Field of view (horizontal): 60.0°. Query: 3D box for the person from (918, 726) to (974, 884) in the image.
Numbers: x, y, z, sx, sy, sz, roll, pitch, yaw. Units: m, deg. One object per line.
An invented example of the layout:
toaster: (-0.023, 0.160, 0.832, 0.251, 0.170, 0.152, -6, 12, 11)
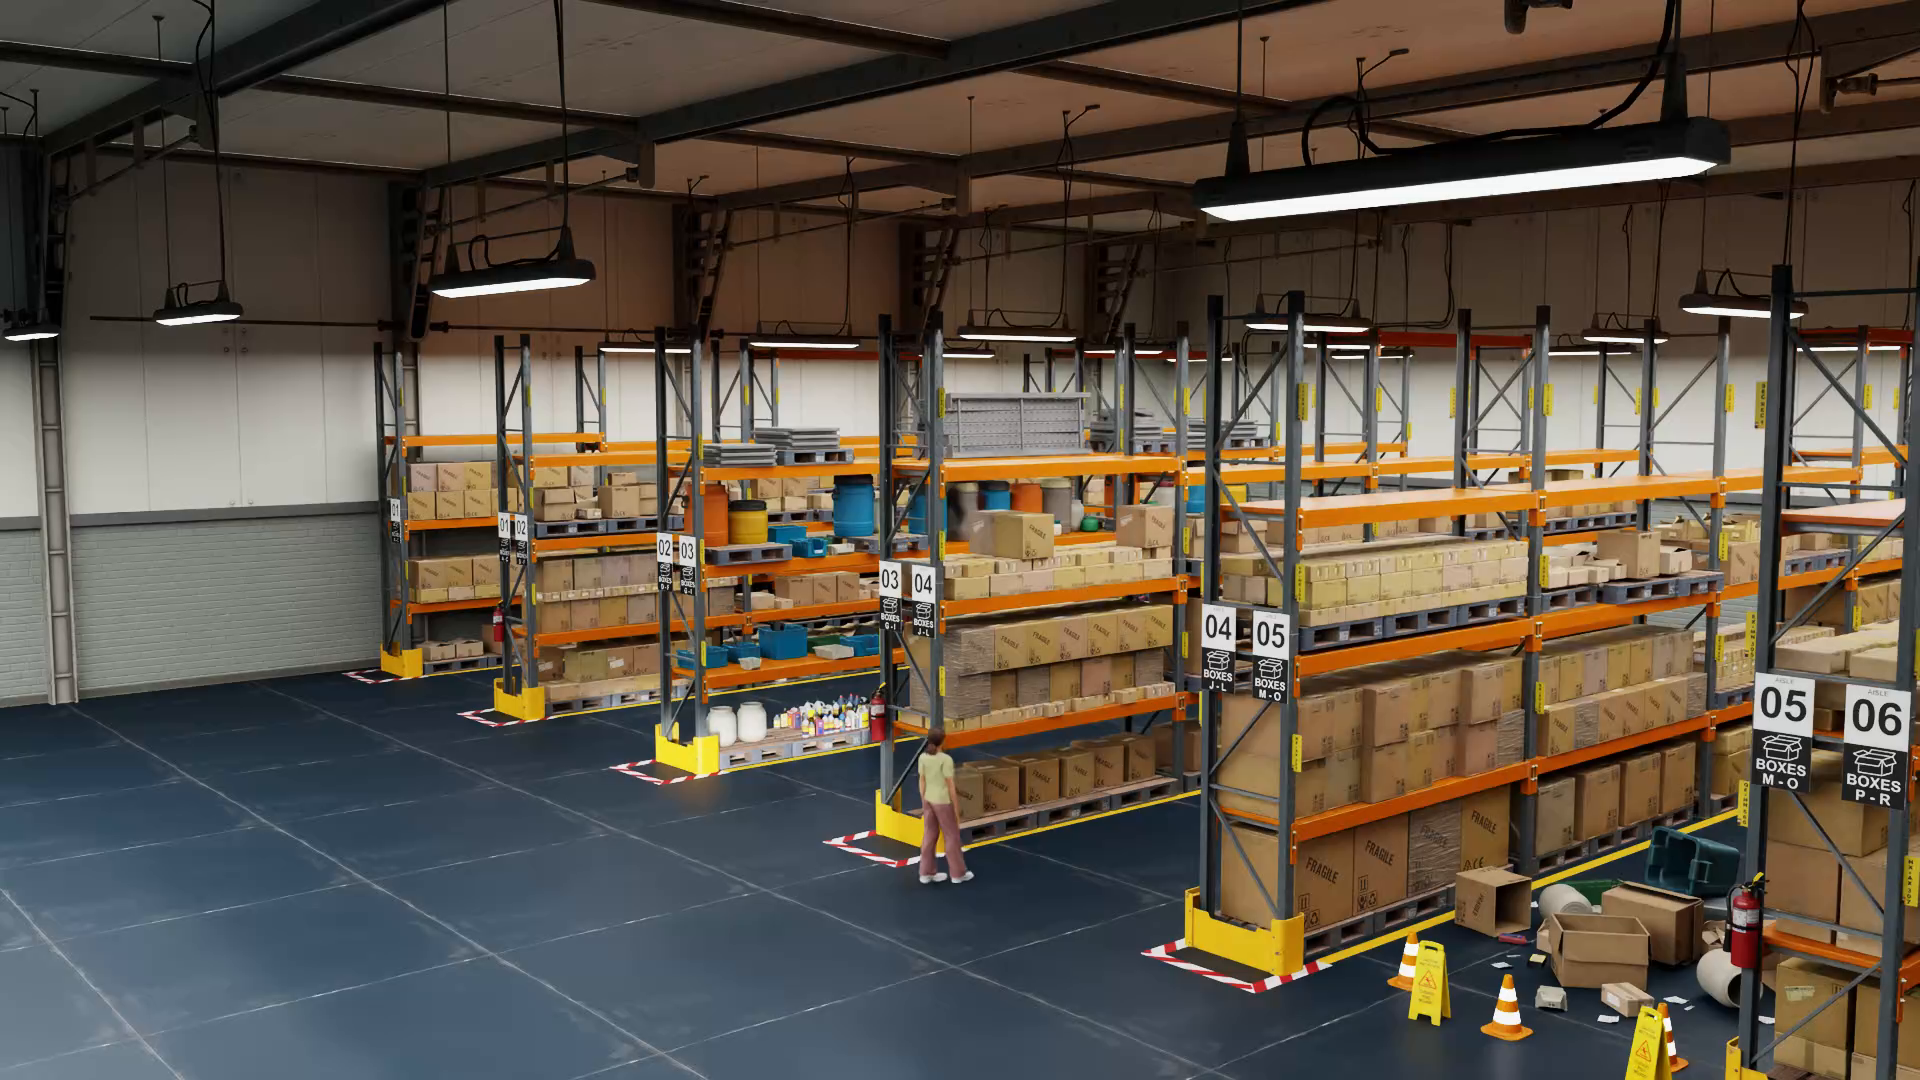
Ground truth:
person: (-0.125, 2.756, 17.398, 0.565, 1.659, 0.419, -3, 6, -30)
